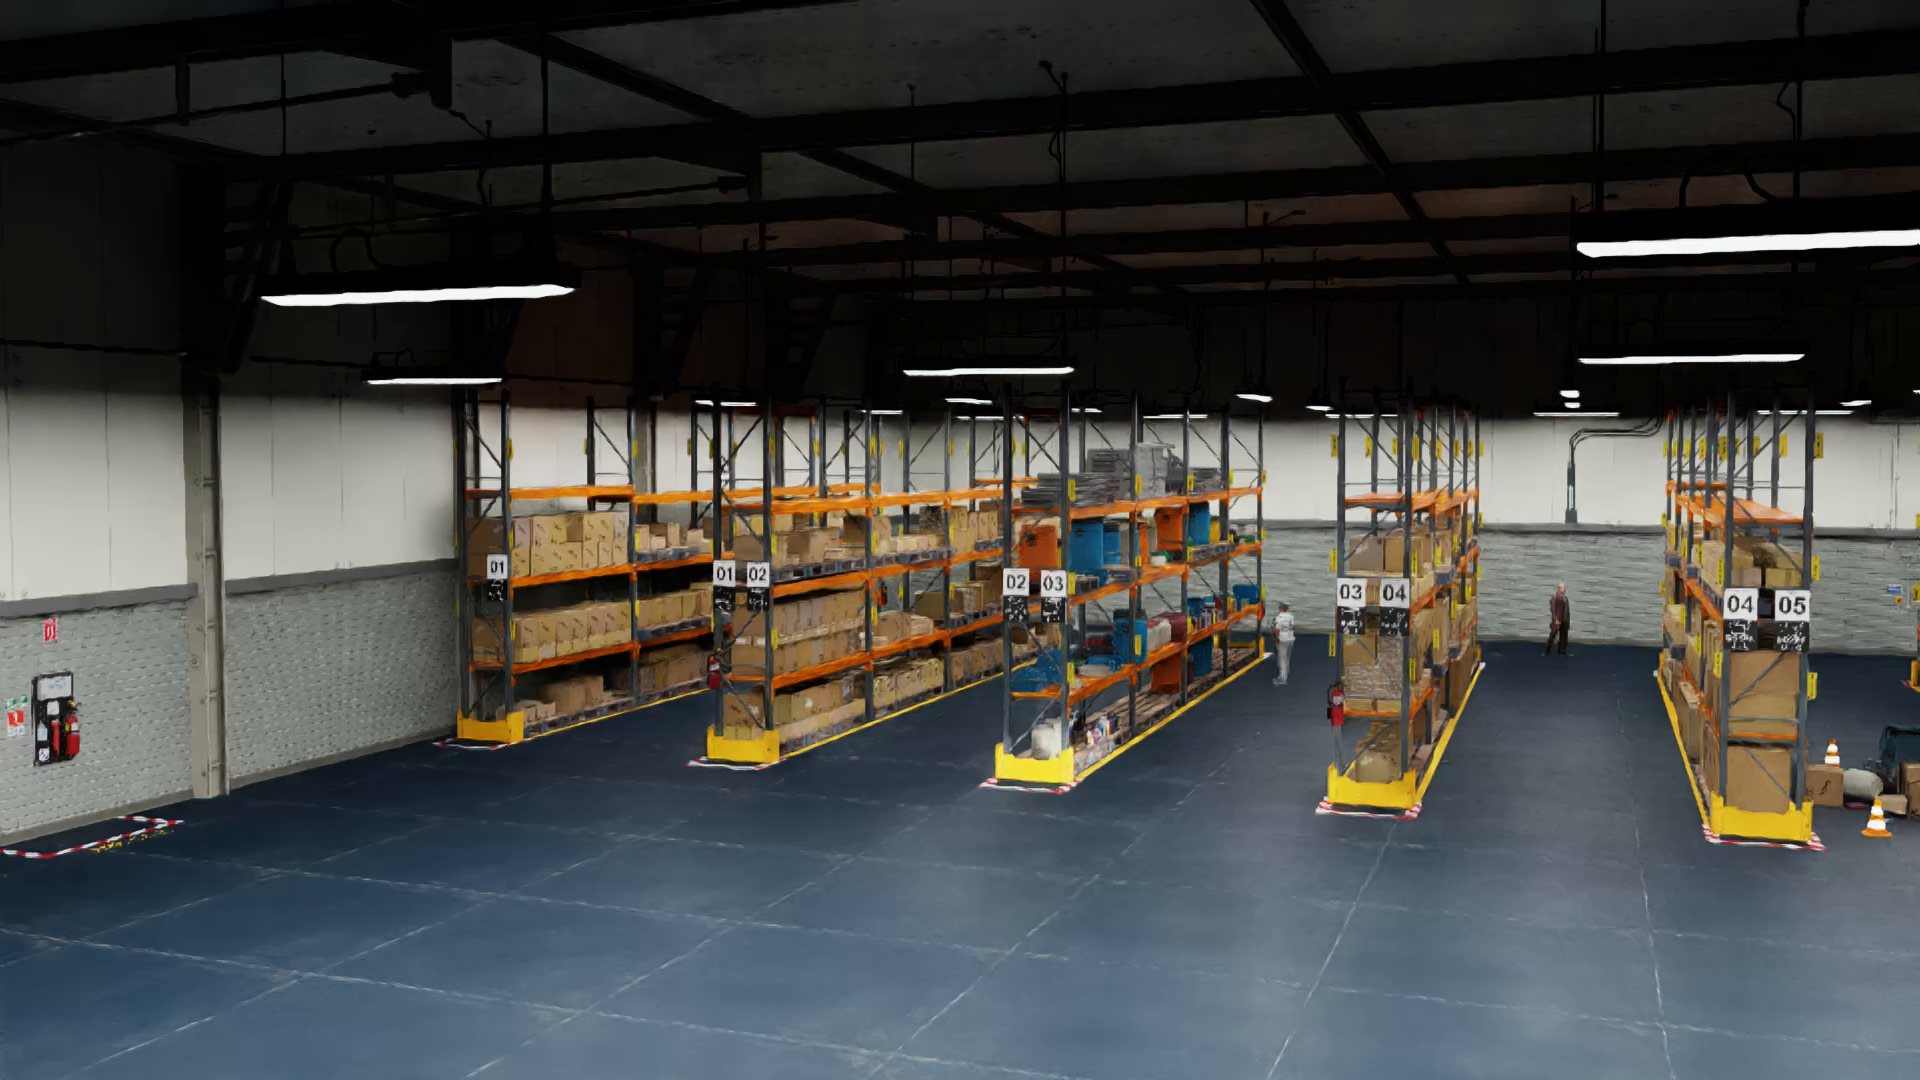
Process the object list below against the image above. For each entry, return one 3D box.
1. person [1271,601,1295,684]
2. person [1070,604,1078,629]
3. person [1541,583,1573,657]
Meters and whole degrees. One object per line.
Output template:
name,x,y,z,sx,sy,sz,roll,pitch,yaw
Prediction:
person,6.821,2.168,35.327,0.588,1.759,0.505,-3,4,-40
person,3.043,1.639,46.082,0.649,1.667,0.466,-1,3,-24
person,14.300,1.921,39.895,0.752,1.775,0.501,-2,4,-29
